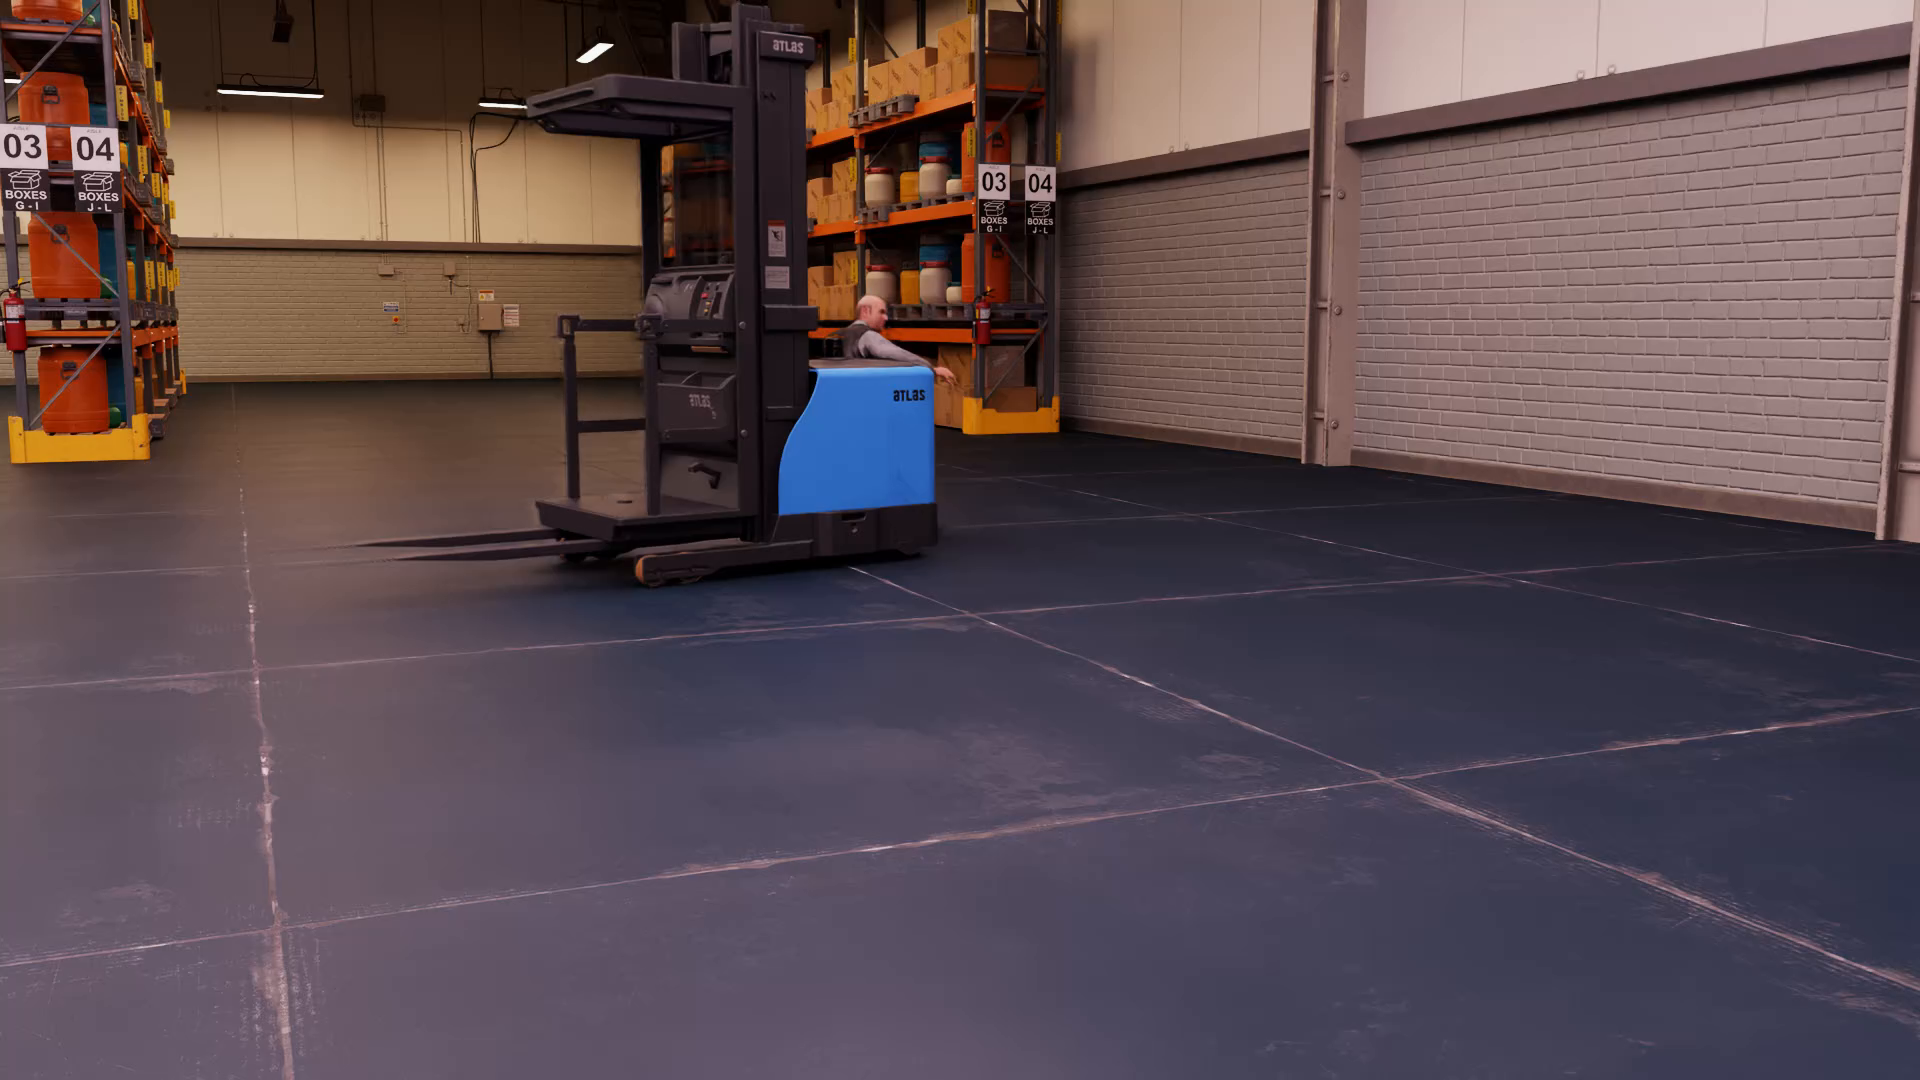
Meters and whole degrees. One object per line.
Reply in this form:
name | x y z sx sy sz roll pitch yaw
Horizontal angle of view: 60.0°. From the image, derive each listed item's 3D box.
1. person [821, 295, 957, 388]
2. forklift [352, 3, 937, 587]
person | -0.453 -0.800 10.559 0.943 1.498 1.003 2 8 17
forklift | -1.617 -1.295 8.760 3.031 2.935 1.130 -5 9 -36
